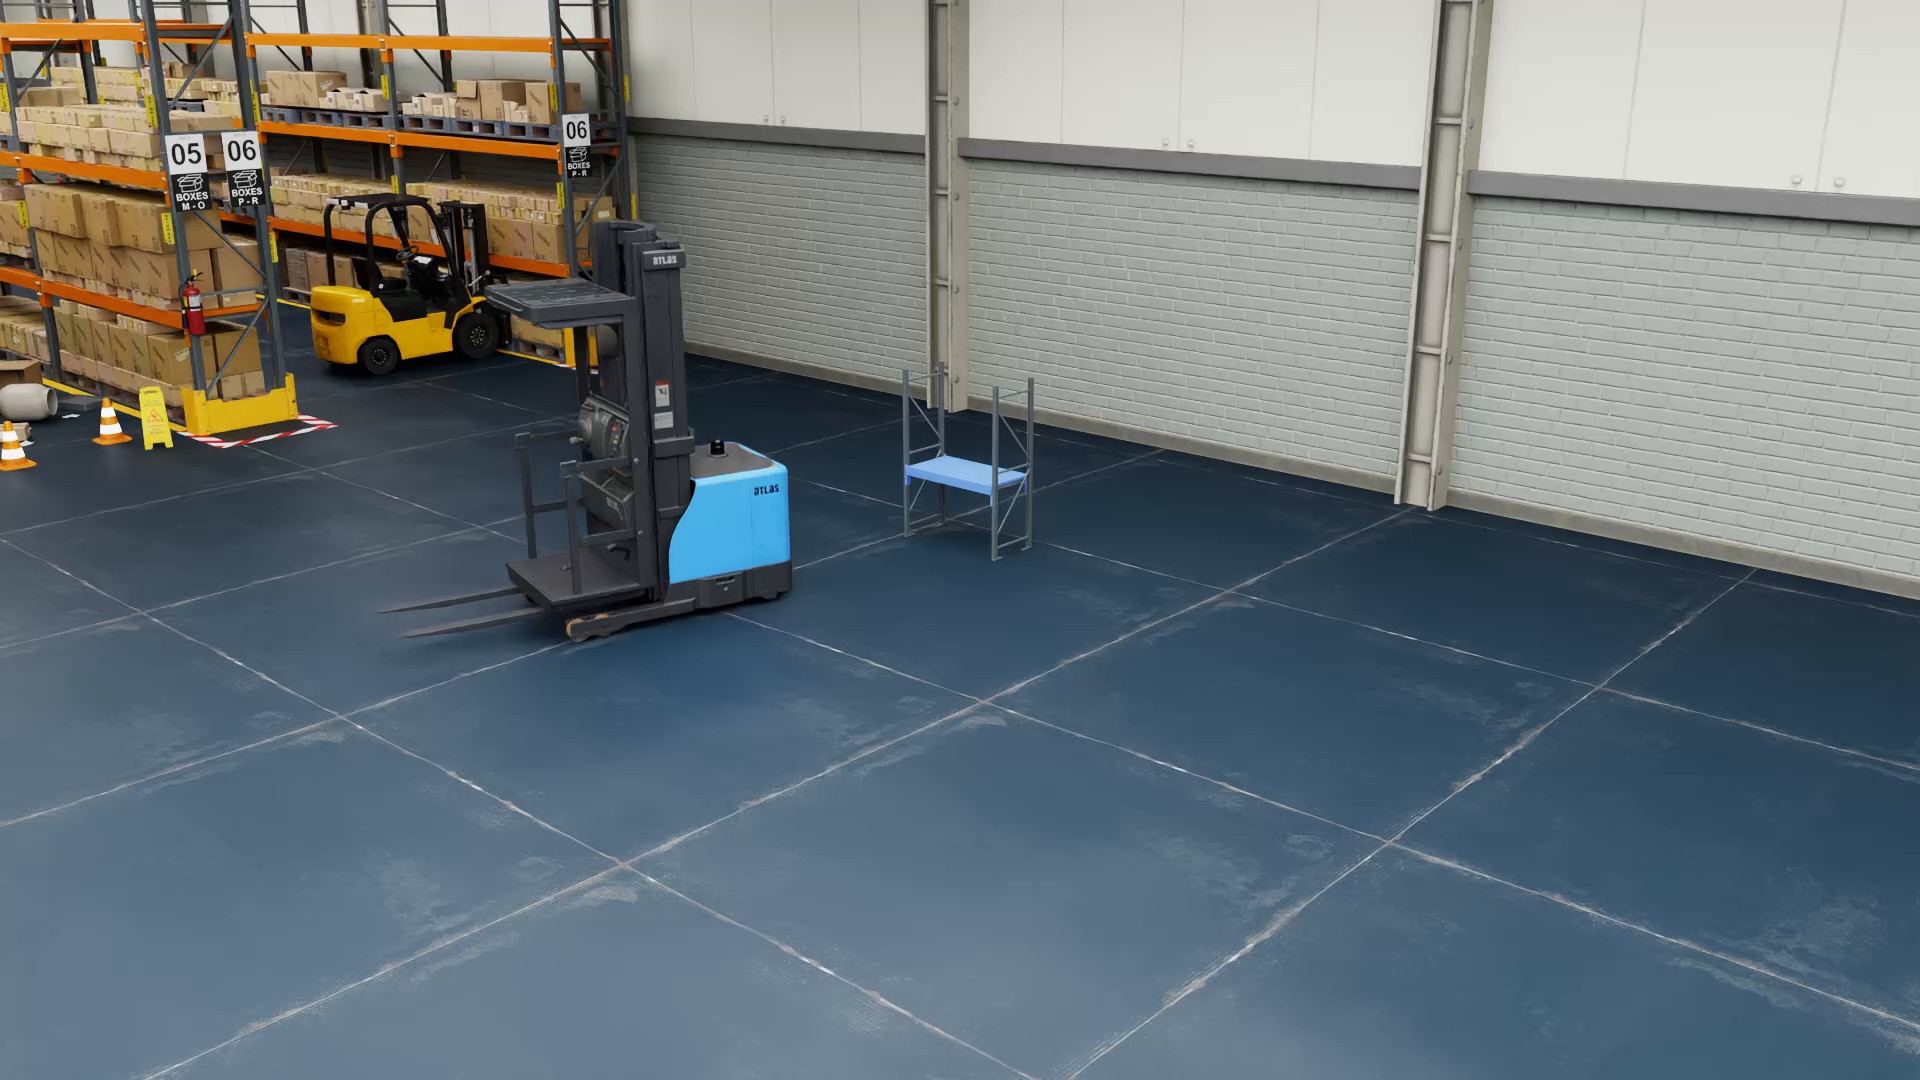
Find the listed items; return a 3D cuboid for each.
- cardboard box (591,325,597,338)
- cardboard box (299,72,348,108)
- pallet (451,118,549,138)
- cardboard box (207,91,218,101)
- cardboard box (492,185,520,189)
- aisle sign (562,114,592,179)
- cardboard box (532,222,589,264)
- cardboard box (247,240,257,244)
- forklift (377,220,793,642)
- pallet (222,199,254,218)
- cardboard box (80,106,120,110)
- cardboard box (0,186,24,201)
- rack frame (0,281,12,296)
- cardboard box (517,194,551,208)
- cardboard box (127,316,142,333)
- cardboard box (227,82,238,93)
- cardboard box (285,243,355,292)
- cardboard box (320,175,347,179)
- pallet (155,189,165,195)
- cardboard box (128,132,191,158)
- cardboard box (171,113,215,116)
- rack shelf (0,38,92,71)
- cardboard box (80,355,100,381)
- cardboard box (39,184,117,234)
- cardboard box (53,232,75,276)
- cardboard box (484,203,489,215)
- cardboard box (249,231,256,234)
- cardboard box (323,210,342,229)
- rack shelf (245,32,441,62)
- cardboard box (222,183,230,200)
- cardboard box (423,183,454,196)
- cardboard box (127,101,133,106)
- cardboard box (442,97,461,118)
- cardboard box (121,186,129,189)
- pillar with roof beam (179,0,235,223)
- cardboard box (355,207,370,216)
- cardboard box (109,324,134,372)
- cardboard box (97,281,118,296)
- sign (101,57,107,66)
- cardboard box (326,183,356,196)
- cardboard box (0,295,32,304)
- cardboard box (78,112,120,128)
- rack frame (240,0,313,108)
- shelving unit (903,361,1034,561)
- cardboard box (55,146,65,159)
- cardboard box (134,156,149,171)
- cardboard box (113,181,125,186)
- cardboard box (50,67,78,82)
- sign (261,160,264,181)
[{"bbox_3d":[-4.945,-2.870,22.549,0.500,0.250,0.500,15,23,39],"label":"cardboard box"},{"bbox_3d":[-9.550,-6.765,24.984,0.500,0.500,0.500,16,23,41],"label":"cardboard box"},{"bbox_3d":[-6.136,-5.618,22.544,1.213,0.211,1.003,15,23,39],"label":"pallet"},{"bbox_3d":[-12.061,-7.274,27.202,0.250,0.149,0.380,16,24,41],"label":"cardboard box"},{"bbox_3d":[-6.324,-4.880,23.299,0.250,0.149,0.380,15,23,39],"label":"cardboard box"},{"bbox_3d":[-4.853,-4.998,21.102,0.004,0.787,0.394,15,23,39],"label":"aisle sign"},{"bbox_3d":[-5.250,-3.925,21.856,0.500,0.500,0.500,14,23,38],"label":"cardboard box"},{"bbox_3d":[-11.453,-4.852,27.307,0.250,0.149,0.380,14,22,36],"label":"cardboard box"},{"bbox_3d":[-2.844,-0.830,12.382,3.031,2.935,1.130,-11,21,-31],"label":"forklift"},{"bbox_3d":[-11.245,-5.473,27.216,1.003,0.211,1.213,15,23,39],"label":"pallet"},{"bbox_3d":[-10.229,-5.086,19.817,0.250,0.149,0.380,16,23,41],"label":"cardboard box"},{"bbox_3d":[-12.011,-4.393,21.072,0.250,0.149,0.380,14,22,38],"label":"cardboard box"},{"bbox_3d":[-13.983,-4.321,23.267,0.127,3.000,1.000,15,23,39],"label":"rack frame"},{"bbox_3d":[-5.671,-4.517,22.155,0.250,0.149,0.380,15,23,40],"label":"cardboard box"},{"bbox_3d":[-9.277,-2.482,19.013,0.250,0.149,0.380,16,23,40],"label":"cardboard box"},{"bbox_3d":[-11.504,-7.255,26.652,0.250,0.149,0.380,14,22,37],"label":"cardboard box"},{"bbox_3d":[-10.234,-4.384,26.699,0.625,0.625,0.875,16,24,41],"label":"cardboard box"},{"bbox_3d":[-9.890,-5.689,26.340,0.250,0.149,0.380,15,23,39],"label":"cardboard box"},{"bbox_3d":[-13.158,-5.971,28.784,1.213,0.211,1.003,15,23,39],"label":"pallet"},{"bbox_3d":[-8.561,-4.256,17.861,0.500,0.250,0.500,15,23,39],"label":"cardboard box"},{"bbox_3d":[-8.475,-4.633,18.390,0.250,0.149,0.380,15,23,39],"label":"cardboard box"},{"bbox_3d":[-12.487,-6.245,21.263,4.000,0.370,1.077,15,23,39],"label":"rack shelf"},{"bbox_3d":[-10.323,-2.123,20.193,0.500,0.250,0.500,17,24,42],"label":"cardboard box"},{"bbox_3d":[-10.439,-3.939,19.753,0.500,0.500,0.700,15,23,40],"label":"cardboard box"},{"bbox_3d":[-10.456,-3.460,19.898,0.500,0.500,0.500,15,23,39],"label":"cardboard box"},{"bbox_3d":[-6.256,-4.524,22.669,0.250,0.149,0.380,15,23,39],"label":"cardboard box"},{"bbox_3d":[-11.877,-5.185,28.357,0.250,0.149,0.380,15,23,40],"label":"cardboard box"},{"bbox_3d":[-9.372,-4.920,25.404,0.500,0.250,0.500,16,24,41],"label":"cardboard box"},{"bbox_3d":[-9.195,-7.369,24.804,4.000,0.370,1.077,15,23,39],"label":"rack shelf"},{"bbox_3d":[-11.695,-5.712,27.204,0.500,0.250,0.500,14,22,37],"label":"cardboard box"},{"bbox_3d":[-7.391,-4.981,23.617,0.250,0.149,0.380,15,23,40],"label":"cardboard box"},{"bbox_3d":[-14.329,-7.613,29.097,0.250,0.149,0.380,15,23,39],"label":"cardboard box"},{"bbox_3d":[-6.791,-5.888,22.610,0.258,0.266,0.396,14,23,38],"label":"cardboard box"},{"bbox_3d":[-14.897,-6.332,30.022,0.250,0.149,0.380,15,23,38],"label":"cardboard box"},{"bbox_3d":[-16.463,-8.477,26.445,0.400,9.000,9.100,15,23,39],"label":"pillar with roof beam"},{"bbox_3d":[-8.626,-4.950,24.673,0.500,0.250,0.500,14,23,38],"label":"cardboard box"},{"bbox_3d":[-9.537,-2.270,19.418,0.500,0.500,0.500,14,23,38],"label":"cardboard box"},{"bbox_3d":[-9.811,-2.959,19.391,0.250,0.149,0.380,15,23,39],"label":"cardboard box"},{"bbox_3d":[-16.291,-9.024,31.665,0.005,0.325,0.100,15,23,39],"label":"sign"},{"bbox_3d":[-9.327,-5.302,25.122,0.250,0.149,0.380,14,23,38],"label":"cardboard box"},{"bbox_3d":[-13.567,-3.153,23.236,0.625,0.372,0.950,13,22,36],"label":"cardboard box"},{"bbox_3d":[-9.618,-4.706,18.619,0.250,0.149,0.380,16,23,41],"label":"cardboard box"},{"bbox_3d":[-10.691,-8.304,25.900,0.127,3.000,1.000,15,23,39],"label":"rack frame"},{"bbox_3d":[0.064,-0.698,14.331,1.048,1.500,0.538,15,23,39],"label":"shelving unit"},{"bbox_3d":[-10.343,-4.560,19.478,0.250,0.149,0.380,16,24,41],"label":"cardboard box"},{"bbox_3d":[-8.660,-4.075,17.950,0.250,0.149,0.380,15,23,40],"label":"cardboard box"},{"bbox_3d":[-14.975,-6.565,30.096,0.500,0.250,0.500,15,23,39],"label":"cardboard box"},{"bbox_3d":[-16.510,-8.643,30.858,0.500,0.250,0.500,15,23,39],"label":"cardboard box"},{"bbox_3d":[-11.044,-5.834,26.252,0.005,0.325,0.100,15,23,39],"label":"sign"}]
